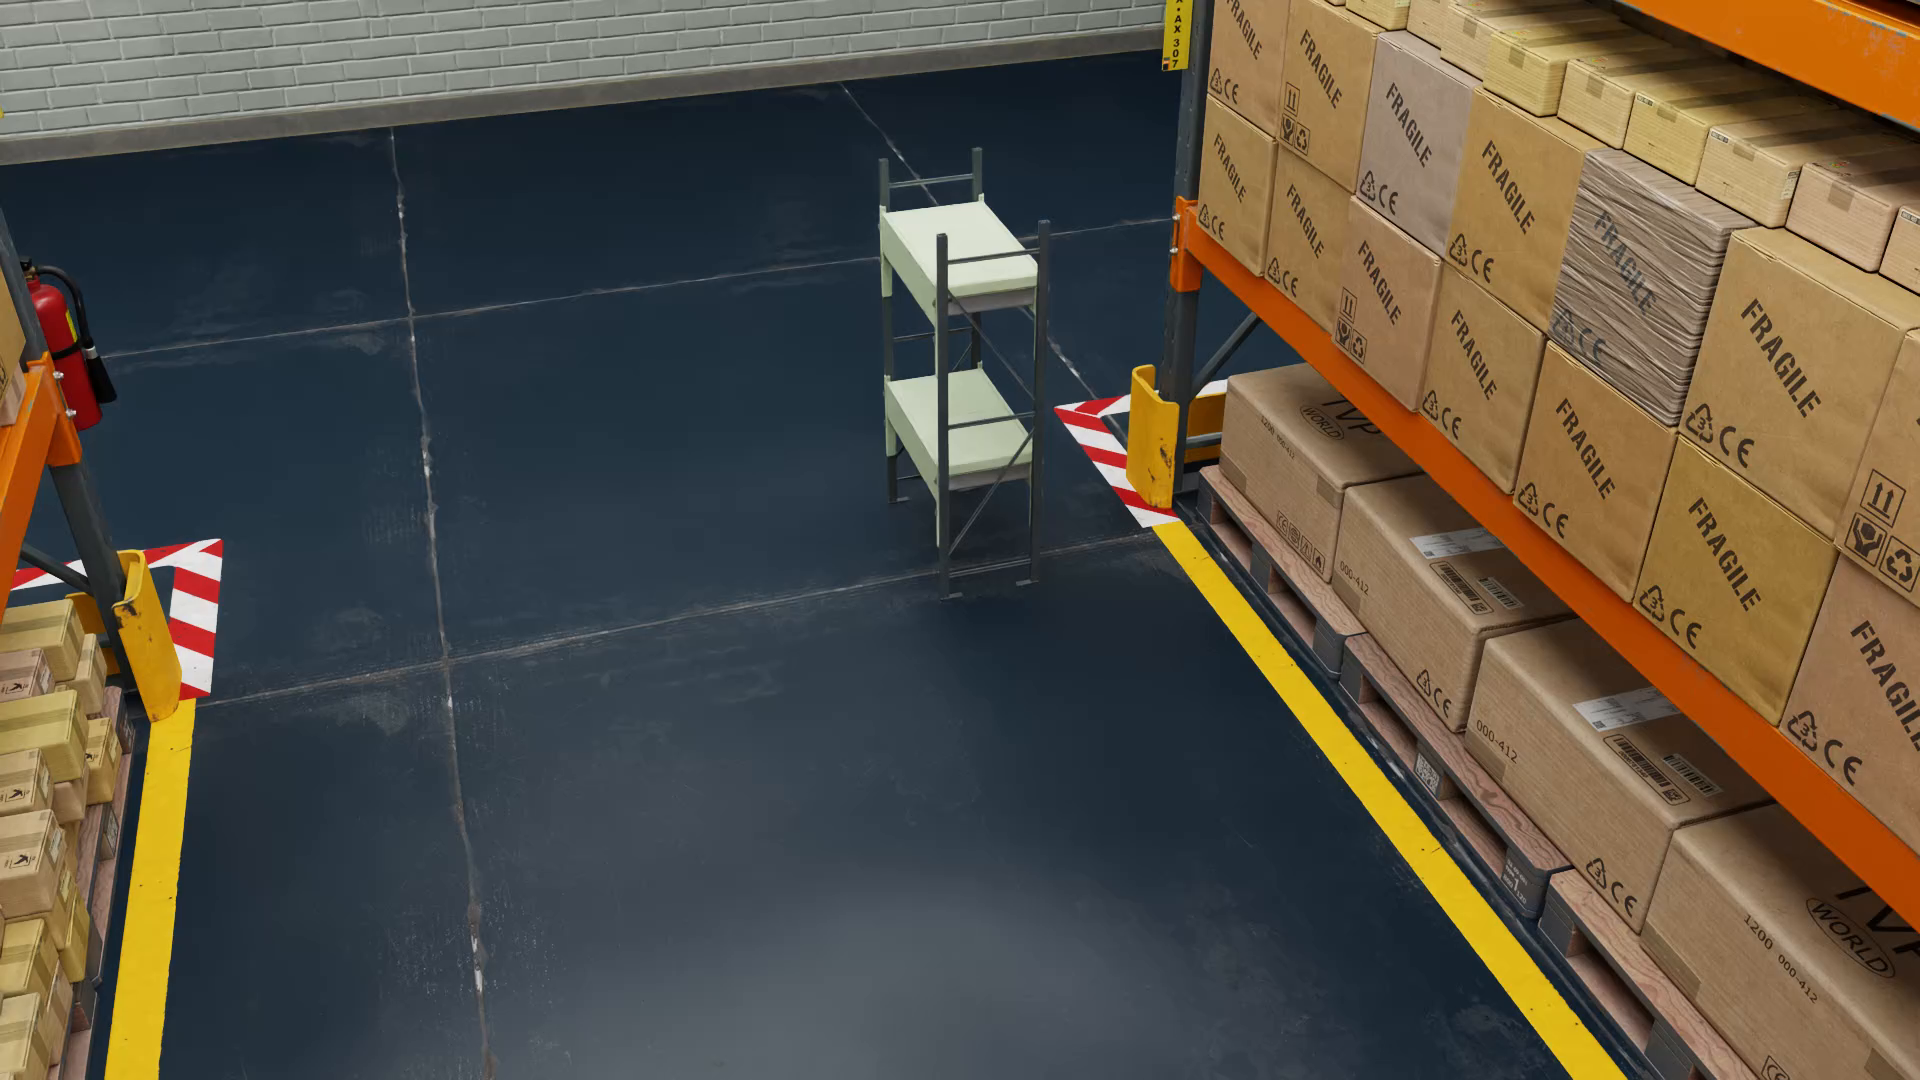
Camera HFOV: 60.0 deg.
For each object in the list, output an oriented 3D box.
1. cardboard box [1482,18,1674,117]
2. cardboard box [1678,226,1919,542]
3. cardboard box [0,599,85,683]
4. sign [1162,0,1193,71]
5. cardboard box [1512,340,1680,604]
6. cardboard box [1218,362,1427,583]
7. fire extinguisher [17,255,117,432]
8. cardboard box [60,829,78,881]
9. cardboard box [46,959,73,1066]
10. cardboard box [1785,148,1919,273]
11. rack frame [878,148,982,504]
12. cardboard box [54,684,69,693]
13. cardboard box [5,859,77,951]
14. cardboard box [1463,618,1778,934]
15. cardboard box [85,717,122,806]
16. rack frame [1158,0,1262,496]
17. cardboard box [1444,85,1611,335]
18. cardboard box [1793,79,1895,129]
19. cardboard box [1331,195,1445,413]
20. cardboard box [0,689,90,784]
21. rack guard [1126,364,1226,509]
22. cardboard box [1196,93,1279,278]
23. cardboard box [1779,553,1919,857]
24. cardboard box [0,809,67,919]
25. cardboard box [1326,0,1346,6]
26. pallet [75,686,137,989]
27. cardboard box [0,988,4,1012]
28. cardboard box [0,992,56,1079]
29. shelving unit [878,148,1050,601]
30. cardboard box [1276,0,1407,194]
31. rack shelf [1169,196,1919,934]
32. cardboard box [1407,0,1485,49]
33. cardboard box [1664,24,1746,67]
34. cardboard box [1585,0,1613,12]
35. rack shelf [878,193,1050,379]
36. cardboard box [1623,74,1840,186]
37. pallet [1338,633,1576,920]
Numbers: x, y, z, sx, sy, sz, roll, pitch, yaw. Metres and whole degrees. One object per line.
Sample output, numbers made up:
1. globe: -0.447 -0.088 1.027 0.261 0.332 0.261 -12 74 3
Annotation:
1. cardboard box: 1.591 -1.222 4.293 0.380 0.149 0.250 -11 35 -16
2. cardboard box: 1.980 -0.375 3.599 0.500 0.500 0.500 -11 35 -15
3. cardboard box: -2.967 0.340 5.180 0.380 0.149 0.250 -10 35 -14
4. sign: 0.783 -1.851 5.973 0.100 0.325 0.005 -10 35 -15
5. cardboard box: 1.819 -0.220 4.271 0.500 0.500 0.500 -11 35 -15
6. cardboard box: 1.610 -0.323 6.462 0.875 0.438 0.875 -11 35 -16
7. fire extinguisher: -3.007 -0.683 5.472 0.296 0.674 0.183 -10 35 -15
8. cardboard box: -2.749 0.993 4.732 0.380 0.149 0.250 -10 35 -14
9. cardboard box: -2.548 1.263 4.323 0.380 0.149 0.250 -9 35 -14
10. cardboard box: 1.999 -0.704 3.508 0.380 0.149 0.250 -10 35 -15
11. rack frame: -0.110 -0.814 6.622 0.400 1.500 0.023 -10 35 -15
12. cardboard box: -2.908 0.604 5.050 0.380 0.149 0.250 -11 35 -16
13. cardboard box: -2.606 1.000 4.451 0.380 0.149 0.250 -10 35 -14
14. cardboard box: 2.171 0.629 5.020 0.875 0.438 0.875 -11 35 -16
15. cardboard box: -2.836 0.712 5.156 0.380 0.149 0.250 -9 35 -13
16. rack frame: 1.314 -1.547 6.370 1.000 3.000 0.127 -10 35 -15
17. cardboard box: 1.670 -0.905 4.401 0.500 0.500 0.500 -10 35 -15
18. cardboard box: 2.247 -1.048 4.029 0.380 0.149 0.250 -10 35 -15
19. cardboard box: 1.505 -0.757 5.085 0.500 0.500 0.500 -10 35 -15
20. cardboard box: -2.745 0.596 4.792 0.380 0.149 0.250 -11 35 -16
21. rack guard: 1.306 -0.517 7.078 1.175 0.500 0.348 -10 35 -15
22. cardboard box: 1.187 -1.288 5.888 0.500 0.500 0.500 -10 35 -15
23. cardboard box: 2.149 0.311 3.468 0.500 0.500 0.500 -10 35 -14
24. cardboard box: -2.591 0.874 4.371 0.380 0.149 0.250 -9 34 -13
25. cardboard box: 1.276 -1.762 5.110 0.380 0.149 0.250 -9 34 -13
26. pallet: -3.132 0.974 5.084 1.003 0.211 1.213 -10 35 -15
27. cardboard box: -2.510 1.164 3.933 0.380 0.149 0.250 -10 35 -14
28. cardboard box: -2.435 1.278 4.031 0.380 0.149 0.250 -10 35 -14
29. shelving unit: 0.002 -0.622 6.331 0.431 1.500 0.755 -10 35 -15
30. cardboard box: 1.353 -1.436 5.204 0.500 0.500 0.500 -11 35 -16
31. rack shelf: 1.924 -0.197 4.979 1.077 0.370 4.000 -10 35 -15
32. cardboard box: 1.504 -1.498 4.710 0.380 0.149 0.250 -10 35 -14
33. cardboard box: 2.117 -1.320 4.441 0.380 0.149 0.250 -9 34 -13
34. cardboard box: 1.923 -1.583 4.838 0.380 0.149 0.250 -10 35 -15
35. rack shelf: 0.002 -0.948 6.116 0.431 0.370 0.720 -10 35 -15
36. cardboard box: 1.807 -0.966 3.905 0.380 0.149 0.250 -11 35 -16
37. pallet: 2.001 0.663 5.556 1.003 0.211 1.213 -10 35 -15
